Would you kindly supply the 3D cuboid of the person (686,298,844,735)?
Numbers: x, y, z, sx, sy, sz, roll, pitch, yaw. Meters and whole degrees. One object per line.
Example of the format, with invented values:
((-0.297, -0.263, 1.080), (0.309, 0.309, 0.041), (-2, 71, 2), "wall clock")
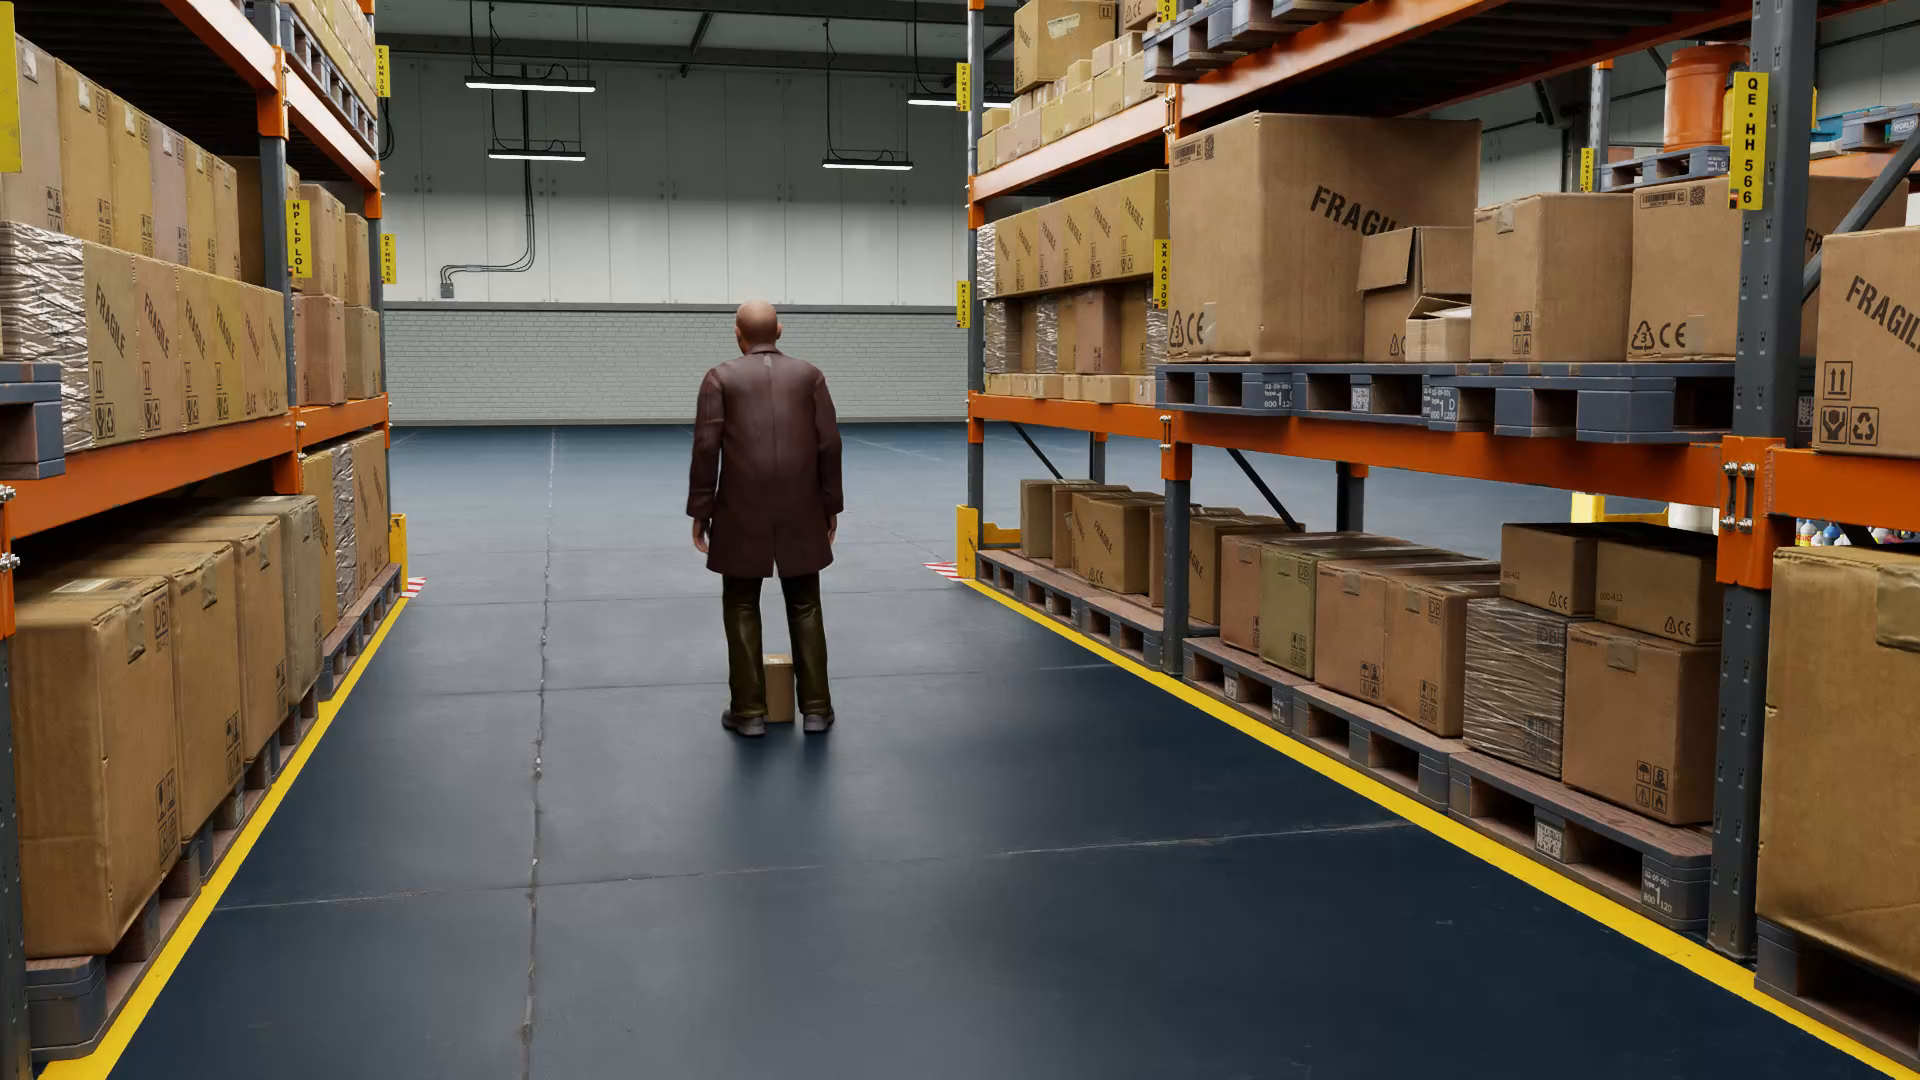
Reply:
((-0.795, -0.098, 6.816), (0.653, 1.774, 0.423), (-2, 6, -17), "person")
